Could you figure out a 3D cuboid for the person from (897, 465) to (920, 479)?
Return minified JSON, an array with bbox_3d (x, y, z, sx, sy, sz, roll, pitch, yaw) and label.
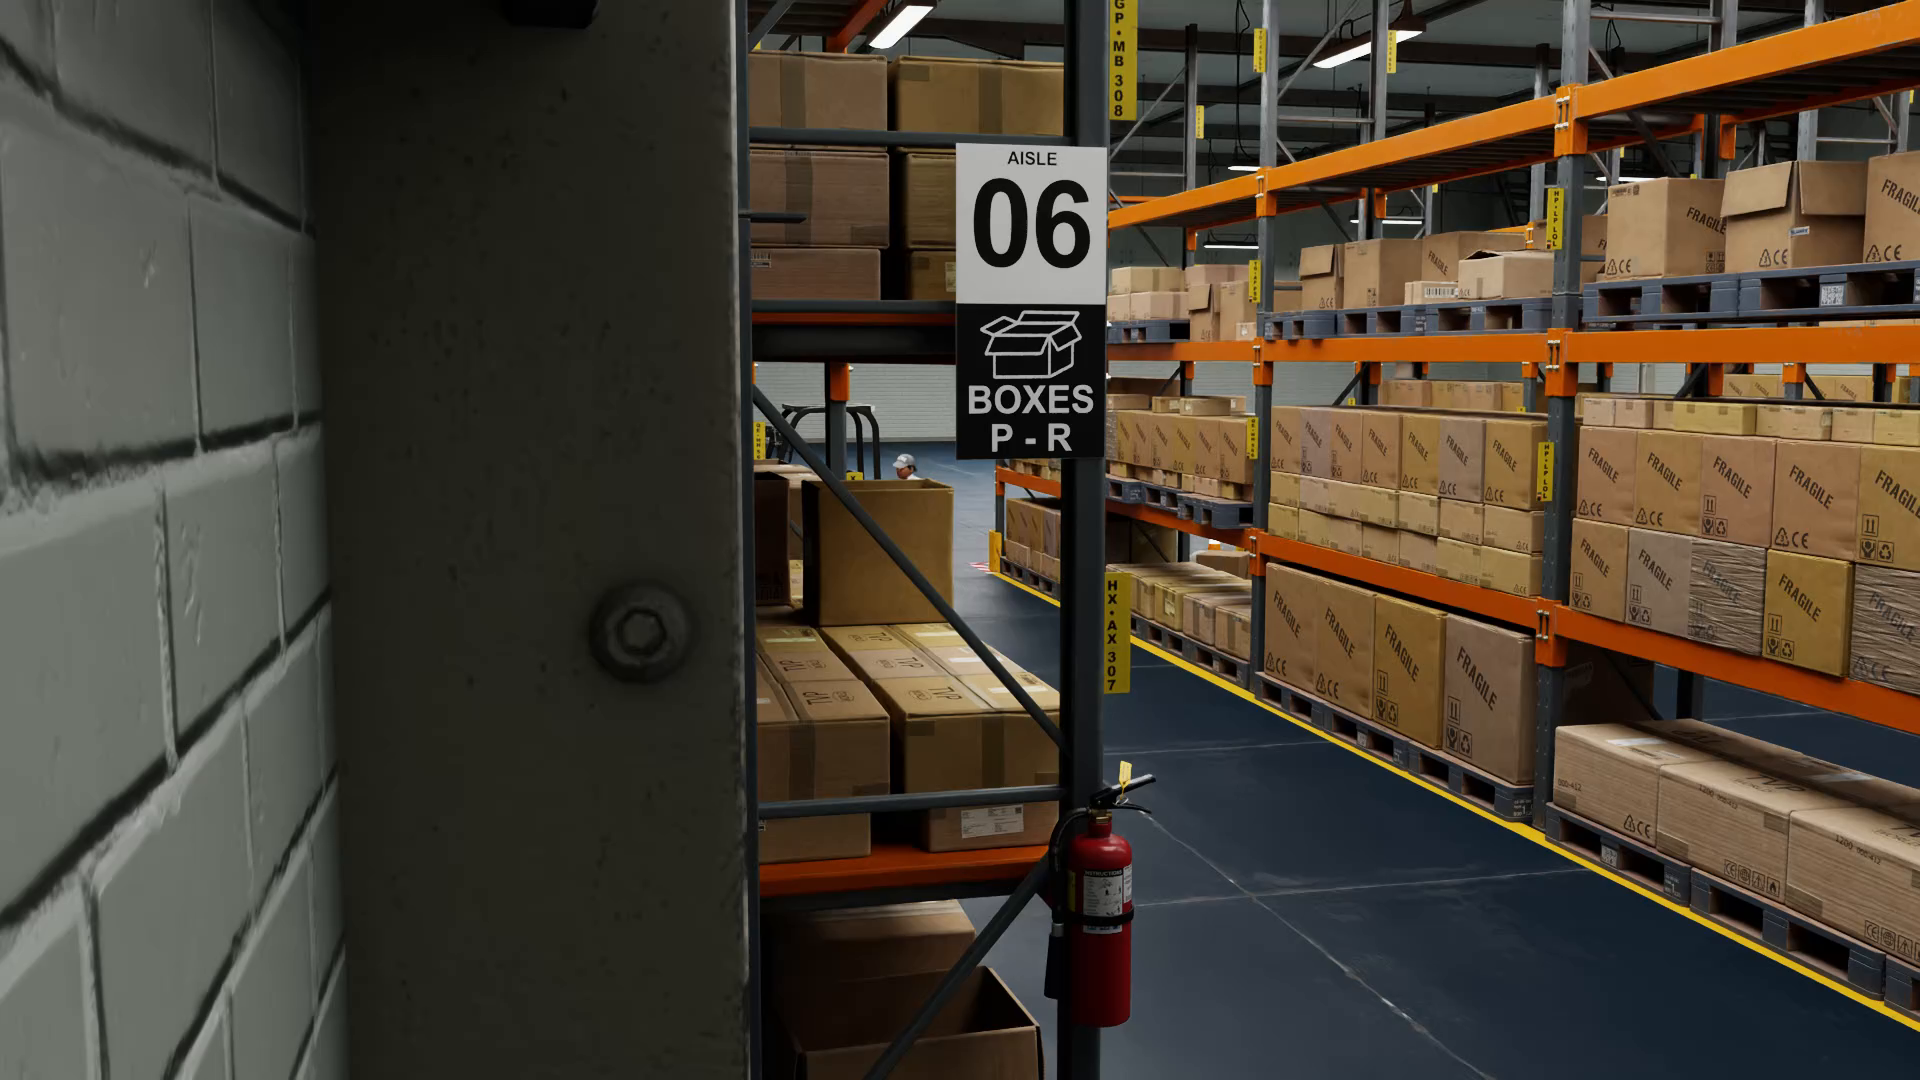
[{"bbox_3d":[-0.528,-0.017,17.265,0.406,1.675,0.617,-4,7,-33],"label":"person"}]
